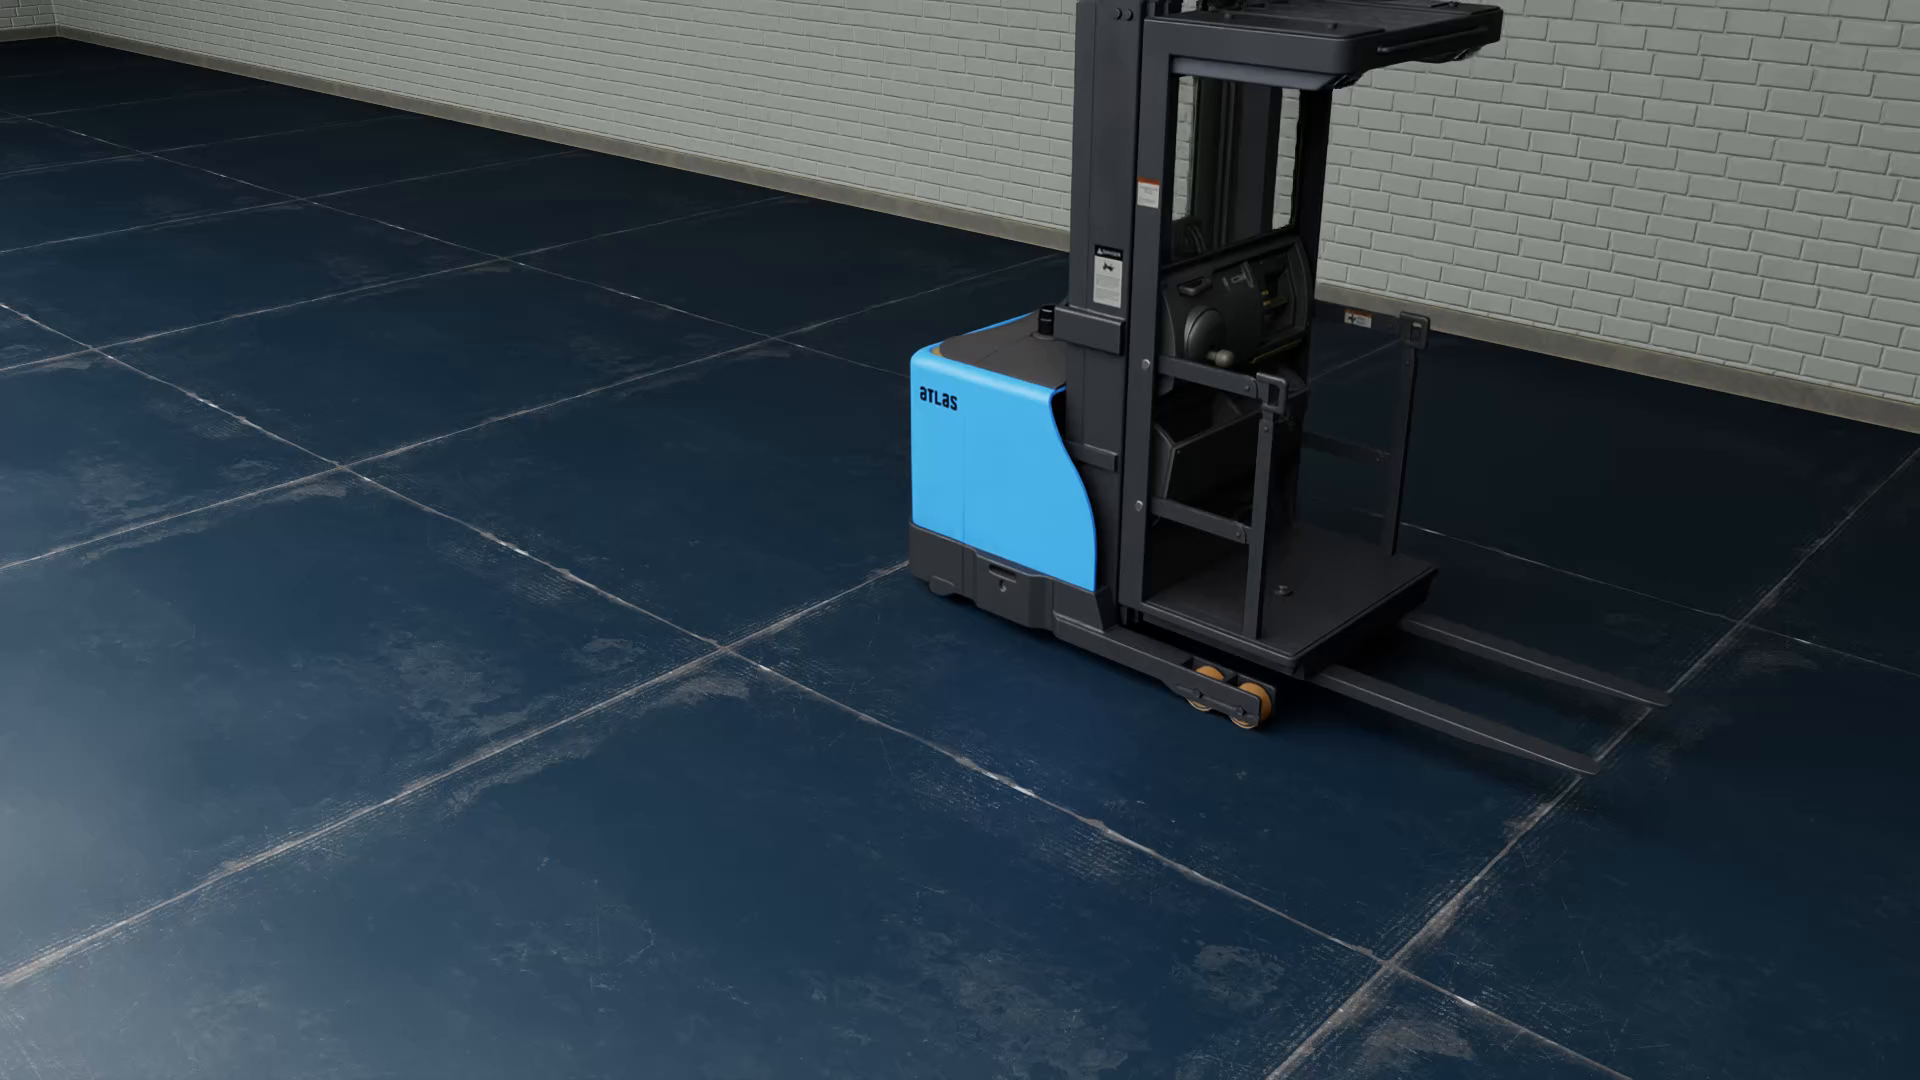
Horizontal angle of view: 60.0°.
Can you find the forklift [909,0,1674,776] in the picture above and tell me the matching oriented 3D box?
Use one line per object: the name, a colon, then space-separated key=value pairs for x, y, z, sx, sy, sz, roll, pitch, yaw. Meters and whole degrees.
forklift: x=1.205 y=-0.878 z=6.125 sx=3.031 sy=2.935 sz=1.130 roll=21 pitch=31 yaw=38
